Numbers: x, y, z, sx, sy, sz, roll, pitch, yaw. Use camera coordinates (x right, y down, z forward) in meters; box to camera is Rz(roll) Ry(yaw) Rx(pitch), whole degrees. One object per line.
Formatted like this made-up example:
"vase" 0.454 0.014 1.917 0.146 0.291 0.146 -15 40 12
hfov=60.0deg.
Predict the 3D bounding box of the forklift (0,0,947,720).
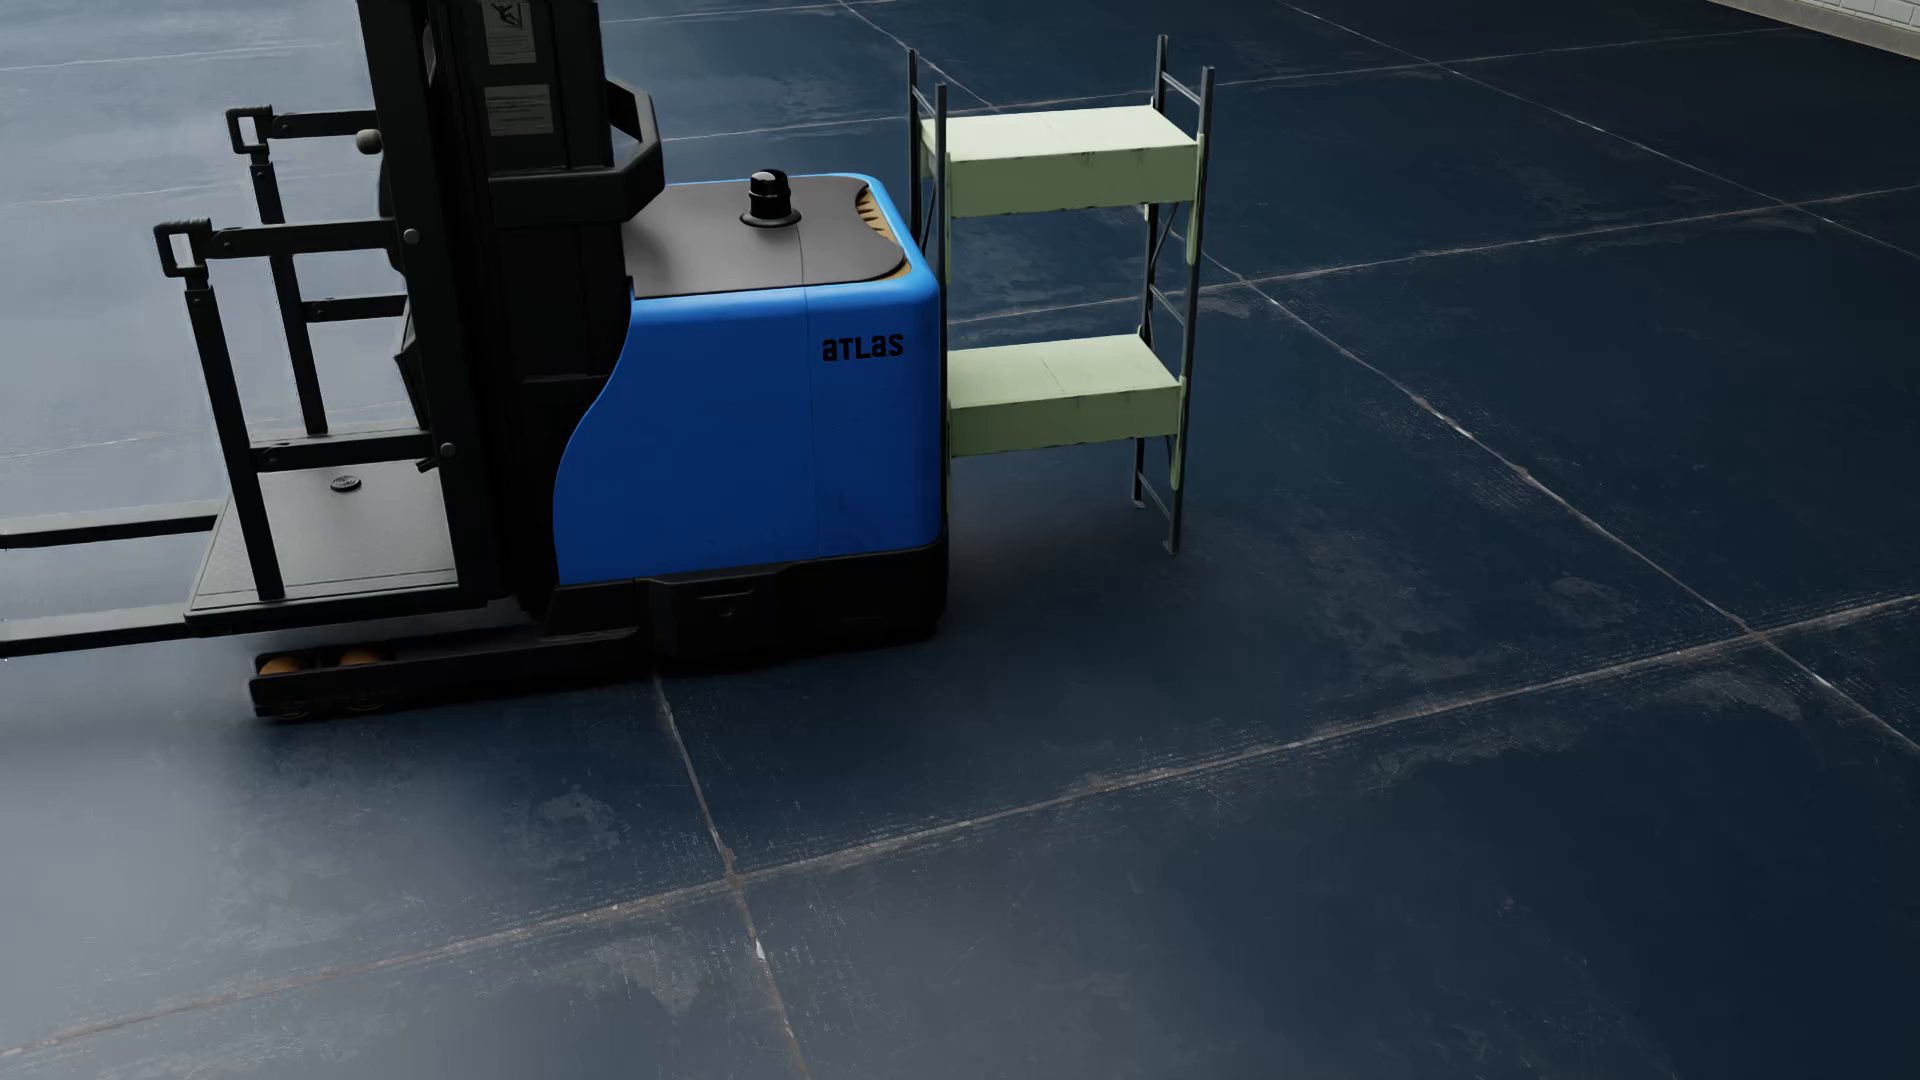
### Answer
"forklift" -1.610 -1.082 4.189 3.031 2.935 1.130 -6 30 -11

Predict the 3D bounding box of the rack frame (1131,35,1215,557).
"rack frame" 0.622 -0.696 4.957 0.023 1.500 0.400 -7 30 -11

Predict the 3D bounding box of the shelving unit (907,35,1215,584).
"shelving unit" 0.265 -0.655 4.885 0.755 1.500 0.431 -7 30 -11

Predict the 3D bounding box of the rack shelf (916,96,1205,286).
"rack shelf" 0.265 -0.994 4.692 0.720 0.370 0.431 -7 30 -11

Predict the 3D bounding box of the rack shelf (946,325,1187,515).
"rack shelf" 0.265 -0.372 5.046 0.720 0.370 0.431 -7 30 -11

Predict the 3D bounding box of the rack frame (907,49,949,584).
"rack frame" -0.091 -0.614 4.813 0.023 1.500 0.400 -7 30 -11
